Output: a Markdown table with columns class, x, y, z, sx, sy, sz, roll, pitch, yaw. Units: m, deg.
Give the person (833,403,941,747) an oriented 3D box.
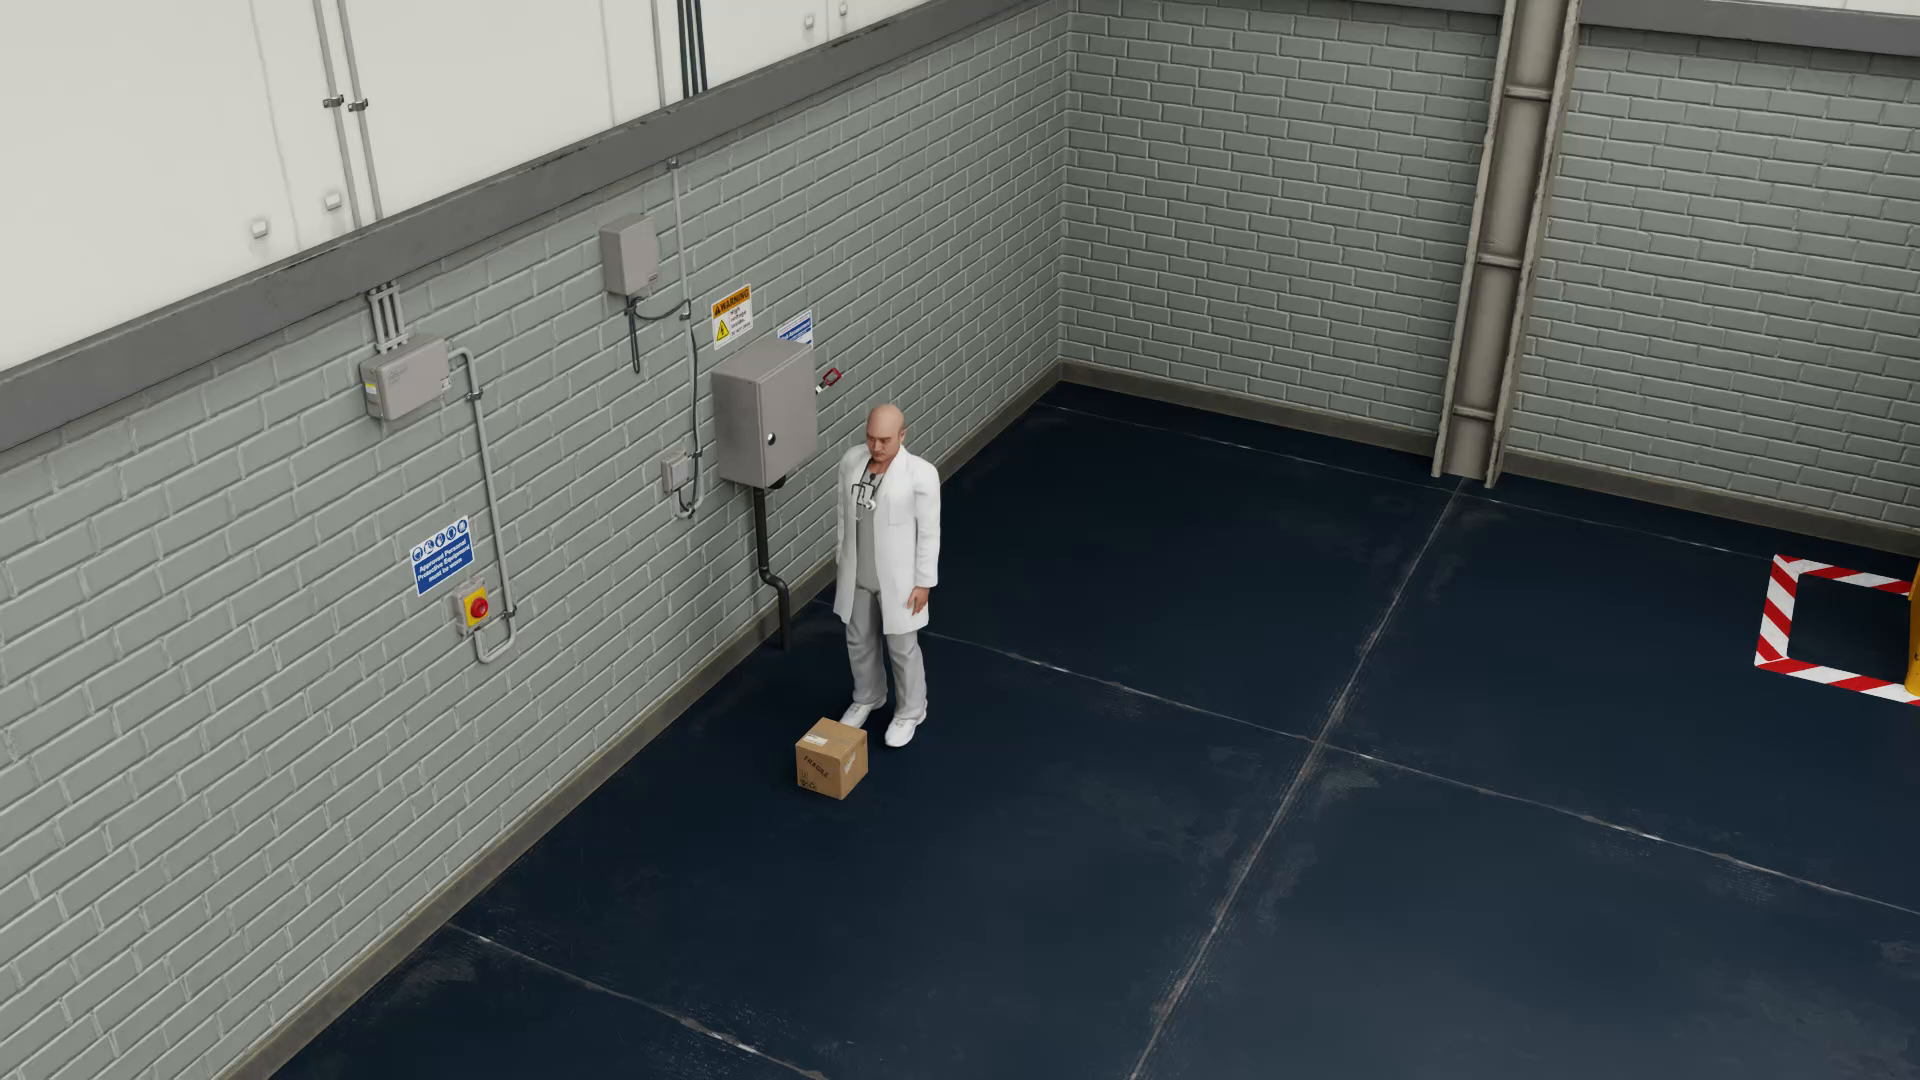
| class | x | y | z | sx | sy | sz | roll | pitch | yaw |
| --- | --- | --- | --- | --- | --- | --- | --- | --- | --- |
| person | -0.361 | 0.172 | 8.020 | 0.562 | 1.781 | 0.381 | 15 | 33 | 24 |
